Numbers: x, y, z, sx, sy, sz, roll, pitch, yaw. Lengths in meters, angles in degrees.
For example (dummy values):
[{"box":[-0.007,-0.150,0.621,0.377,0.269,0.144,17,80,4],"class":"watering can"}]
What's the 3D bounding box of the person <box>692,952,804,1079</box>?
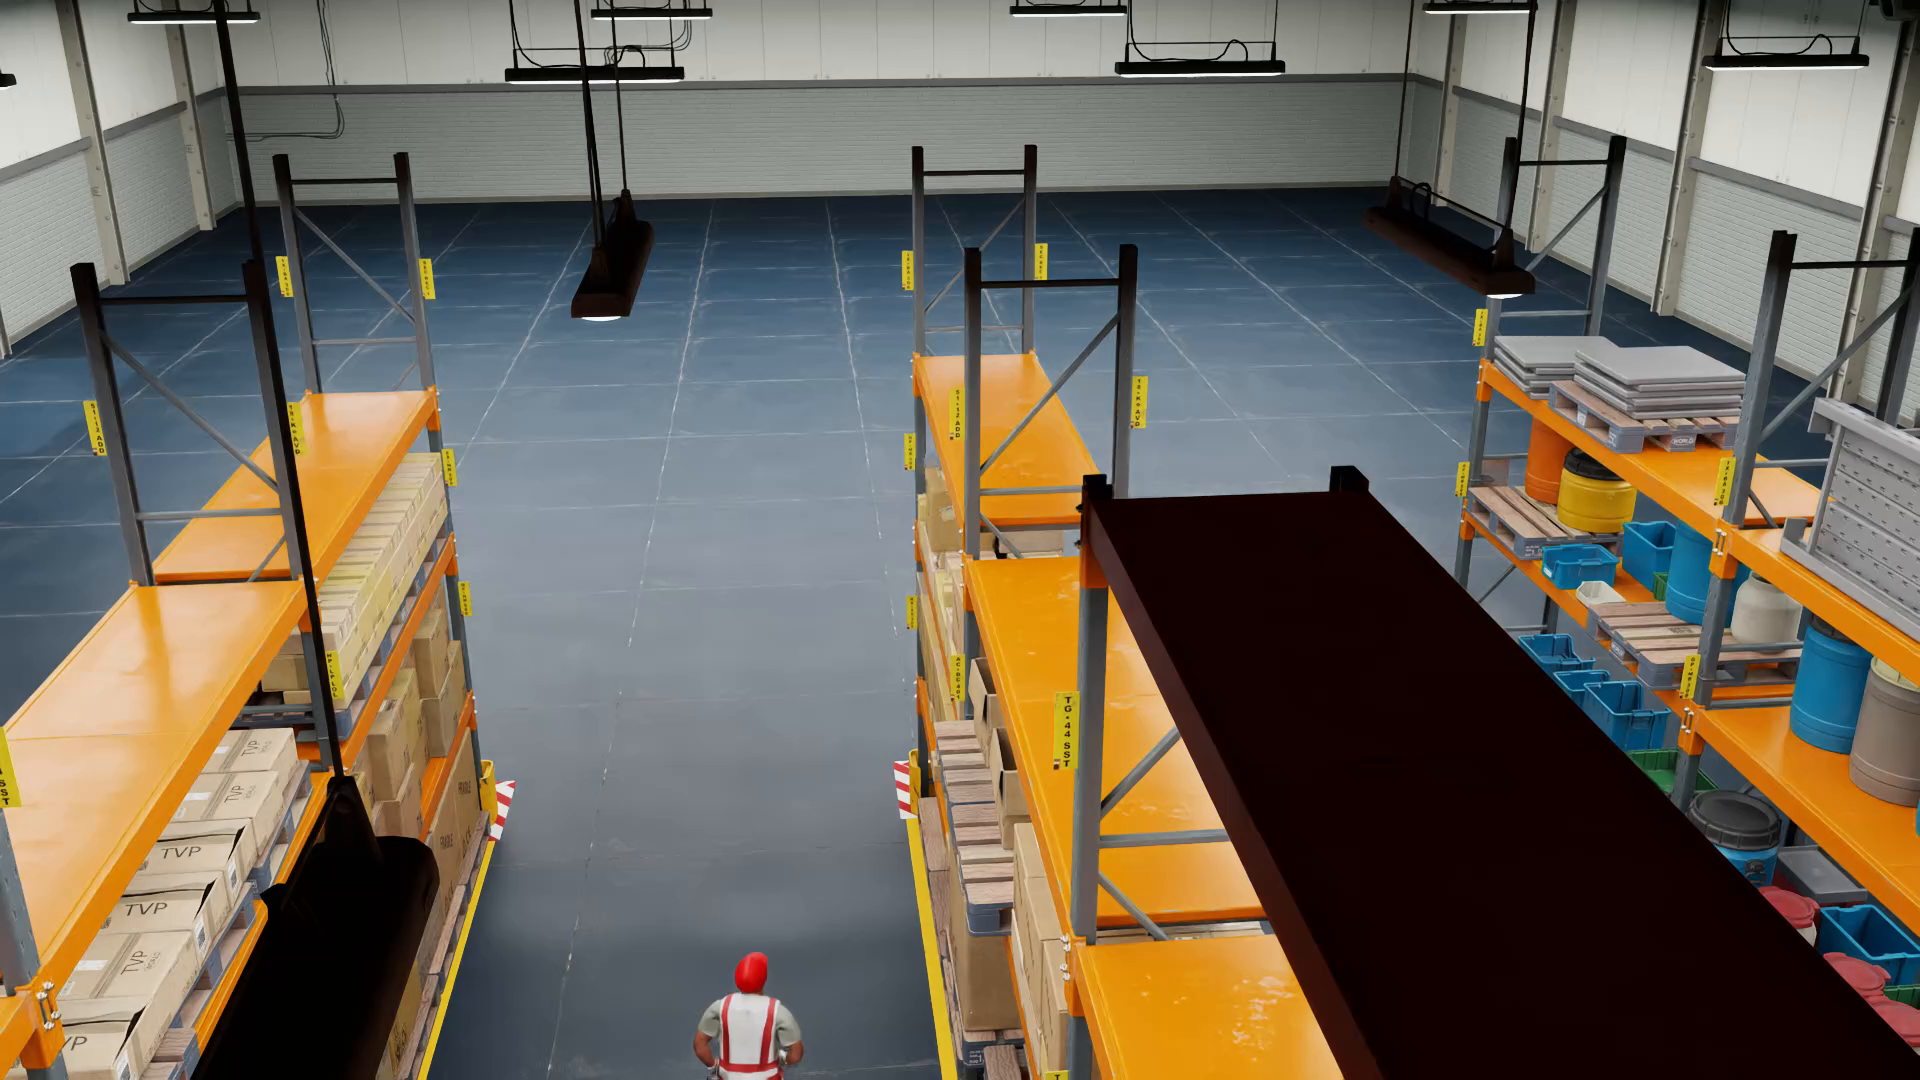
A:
[{"box":[-1.336,3.465,10.612,0.691,1.690,0.602,2,22,4],"class":"person"}]
